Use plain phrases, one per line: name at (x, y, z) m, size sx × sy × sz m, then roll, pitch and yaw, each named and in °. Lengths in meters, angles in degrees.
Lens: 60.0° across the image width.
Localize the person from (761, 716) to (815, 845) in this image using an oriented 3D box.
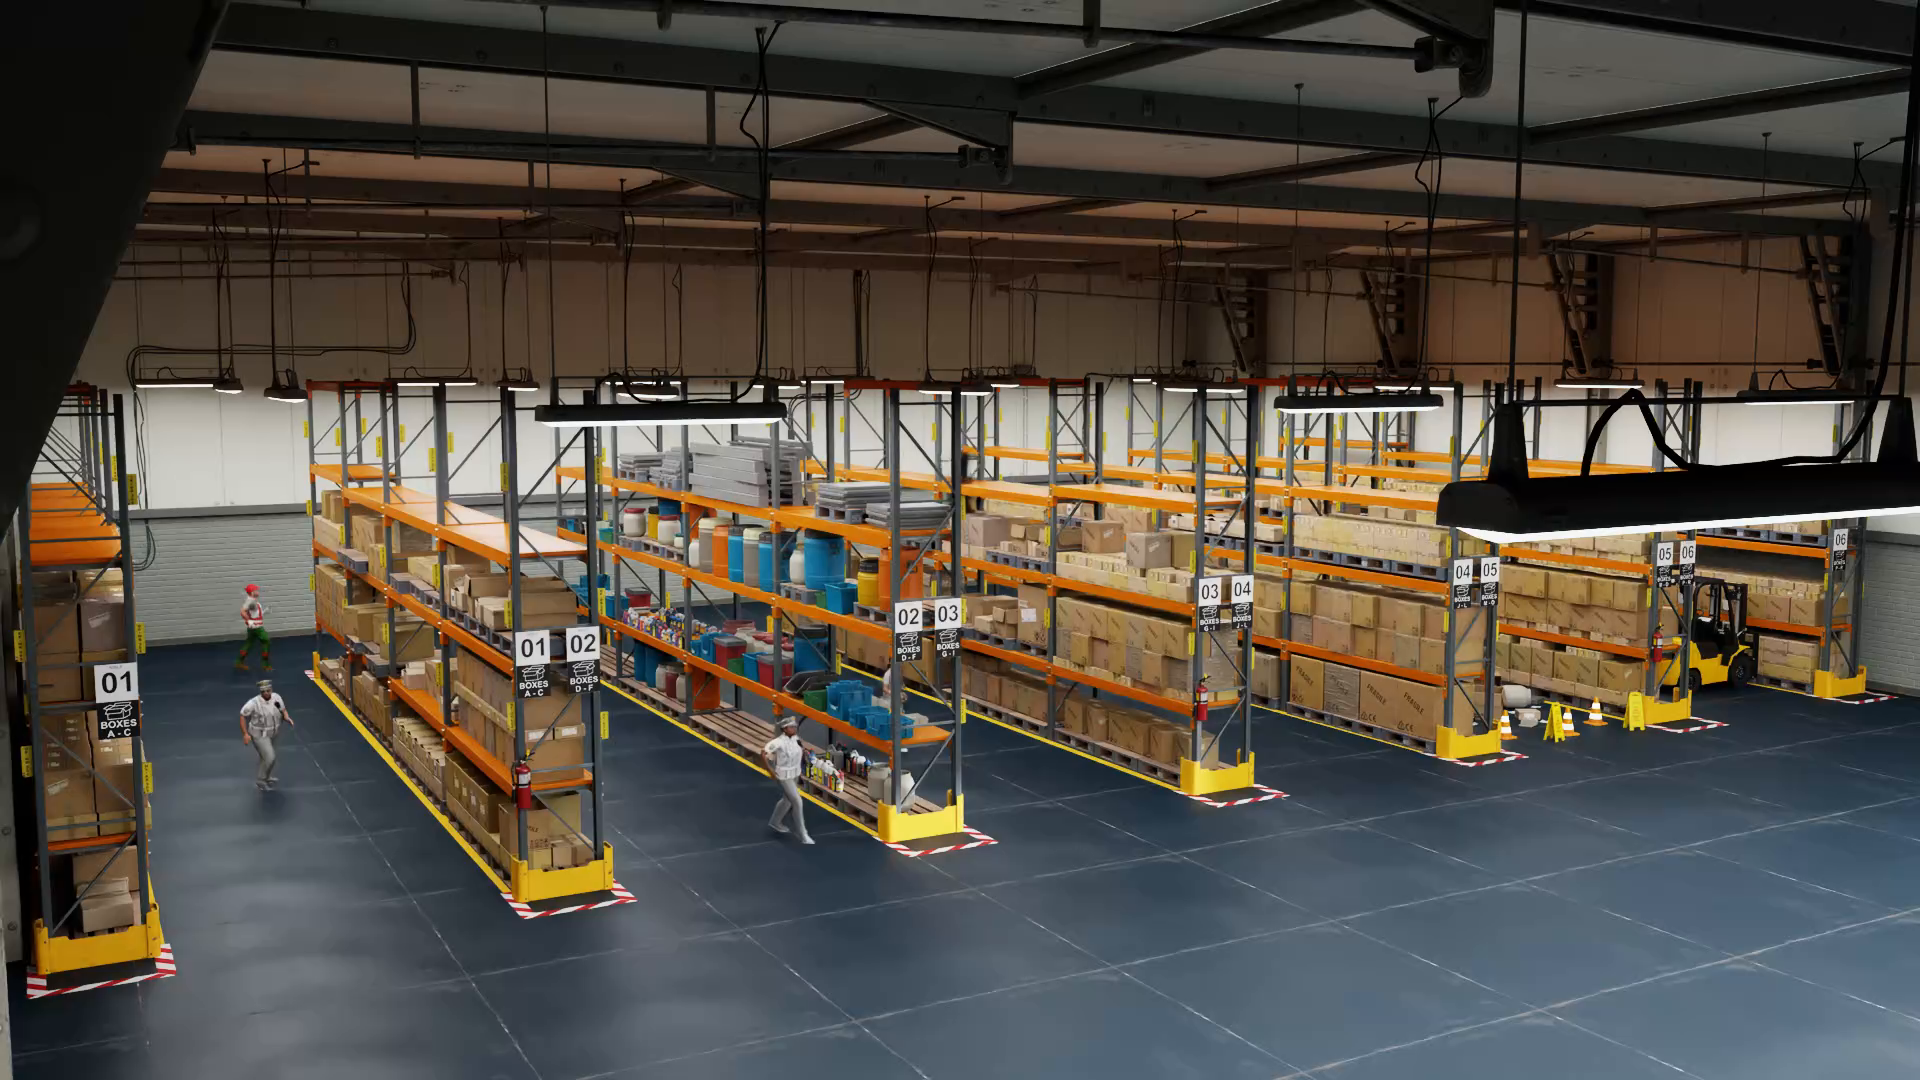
person at (-2.300, 3.171, 21.981) m, size 0.774 × 1.742 × 0.660 m, roll 4°, pitch 7°, yaw 31°

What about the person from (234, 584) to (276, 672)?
person at (-14.438, 1.820, 34.004) m, size 0.804 × 1.845 × 0.643 m, roll -4°, pitch 7°, yaw -32°

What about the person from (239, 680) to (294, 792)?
person at (-10.273, 2.911, 24.744) m, size 0.832 × 1.716 × 0.665 m, roll 2°, pitch 6°, yaw 16°

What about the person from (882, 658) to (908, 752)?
person at (-1.193, 2.644, 27.178) m, size 0.789 × 1.623 × 0.562 m, roll 4°, pitch 7°, yaw 32°
